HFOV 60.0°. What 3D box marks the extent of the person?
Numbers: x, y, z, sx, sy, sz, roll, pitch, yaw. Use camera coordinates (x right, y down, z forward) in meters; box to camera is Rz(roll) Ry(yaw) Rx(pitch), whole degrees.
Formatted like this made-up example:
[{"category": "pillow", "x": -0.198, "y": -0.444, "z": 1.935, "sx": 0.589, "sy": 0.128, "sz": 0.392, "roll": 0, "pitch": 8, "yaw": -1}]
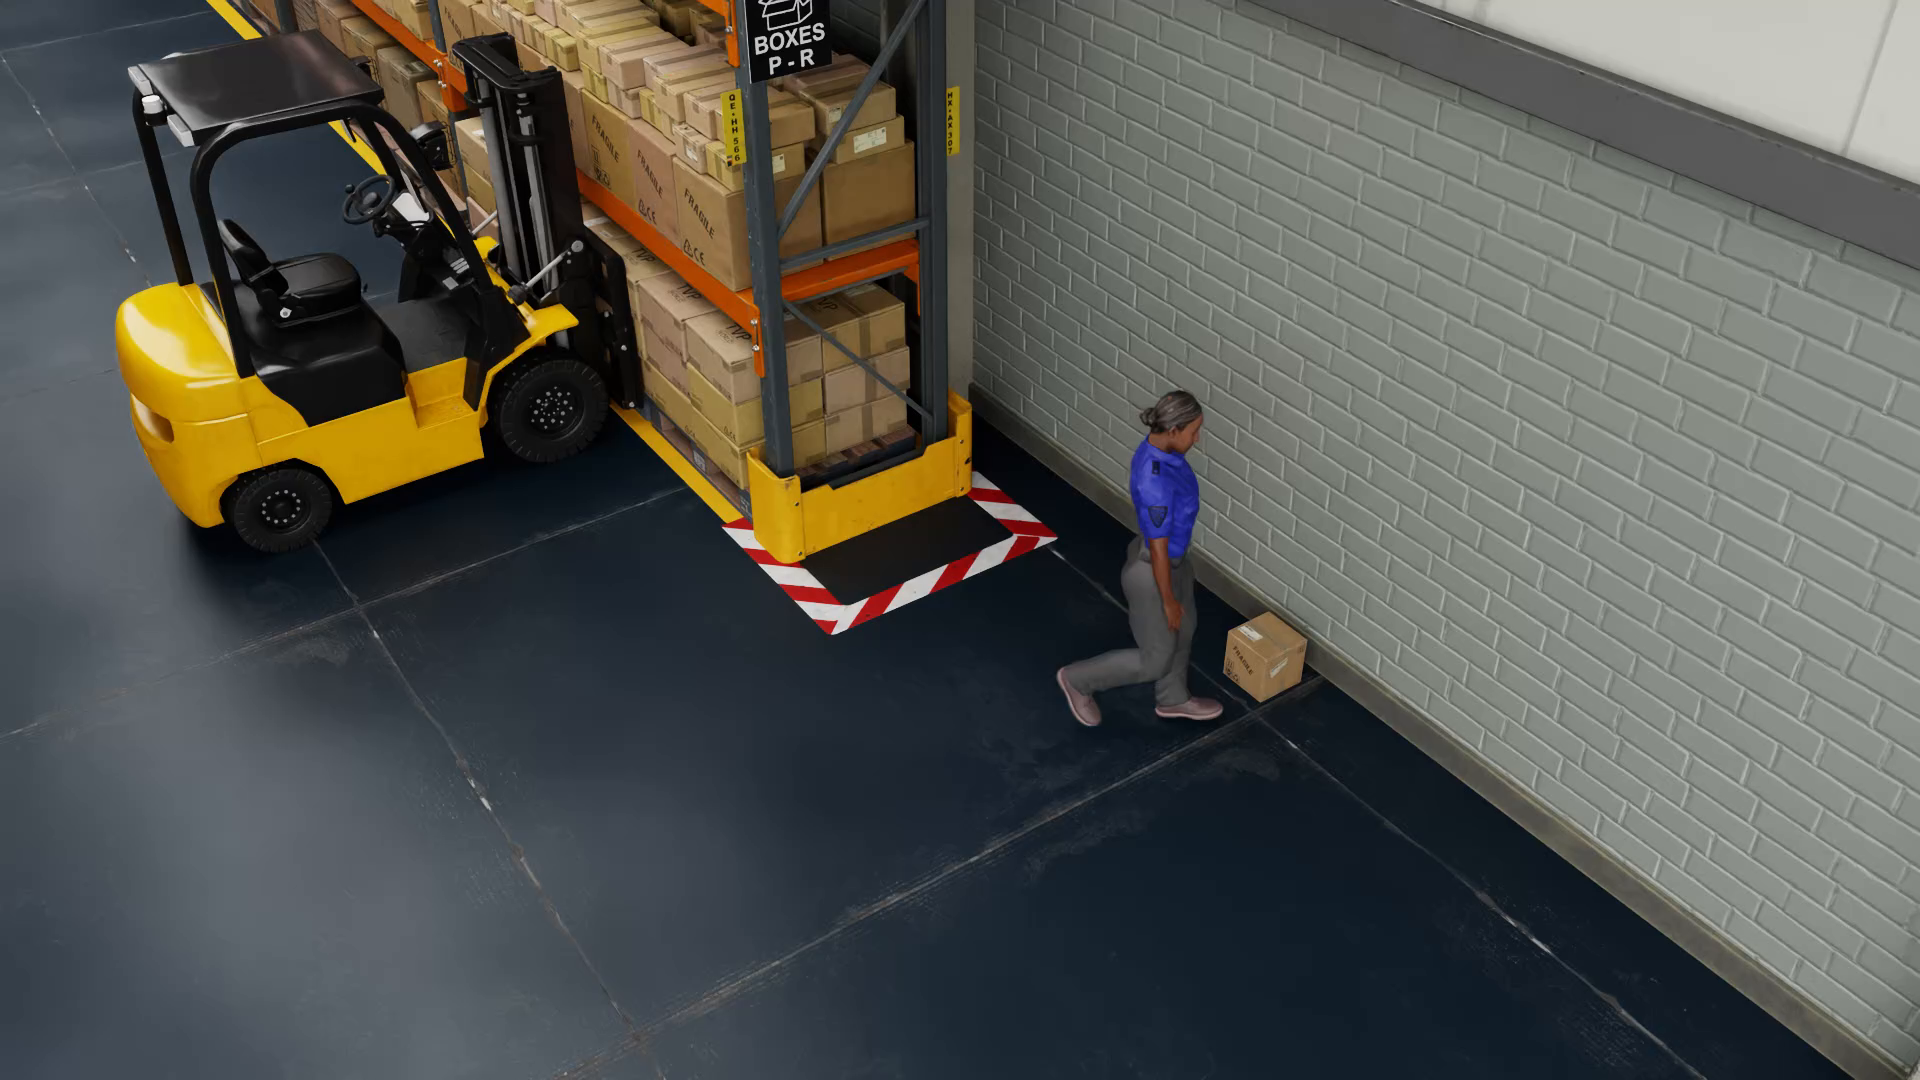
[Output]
[{"category": "person", "x": 0.782, "y": 0.128, "z": 6.823, "sx": 0.721, "sy": 1.631, "sz": 0.485, "roll": 8, "pitch": 37, "yaw": 10}]
